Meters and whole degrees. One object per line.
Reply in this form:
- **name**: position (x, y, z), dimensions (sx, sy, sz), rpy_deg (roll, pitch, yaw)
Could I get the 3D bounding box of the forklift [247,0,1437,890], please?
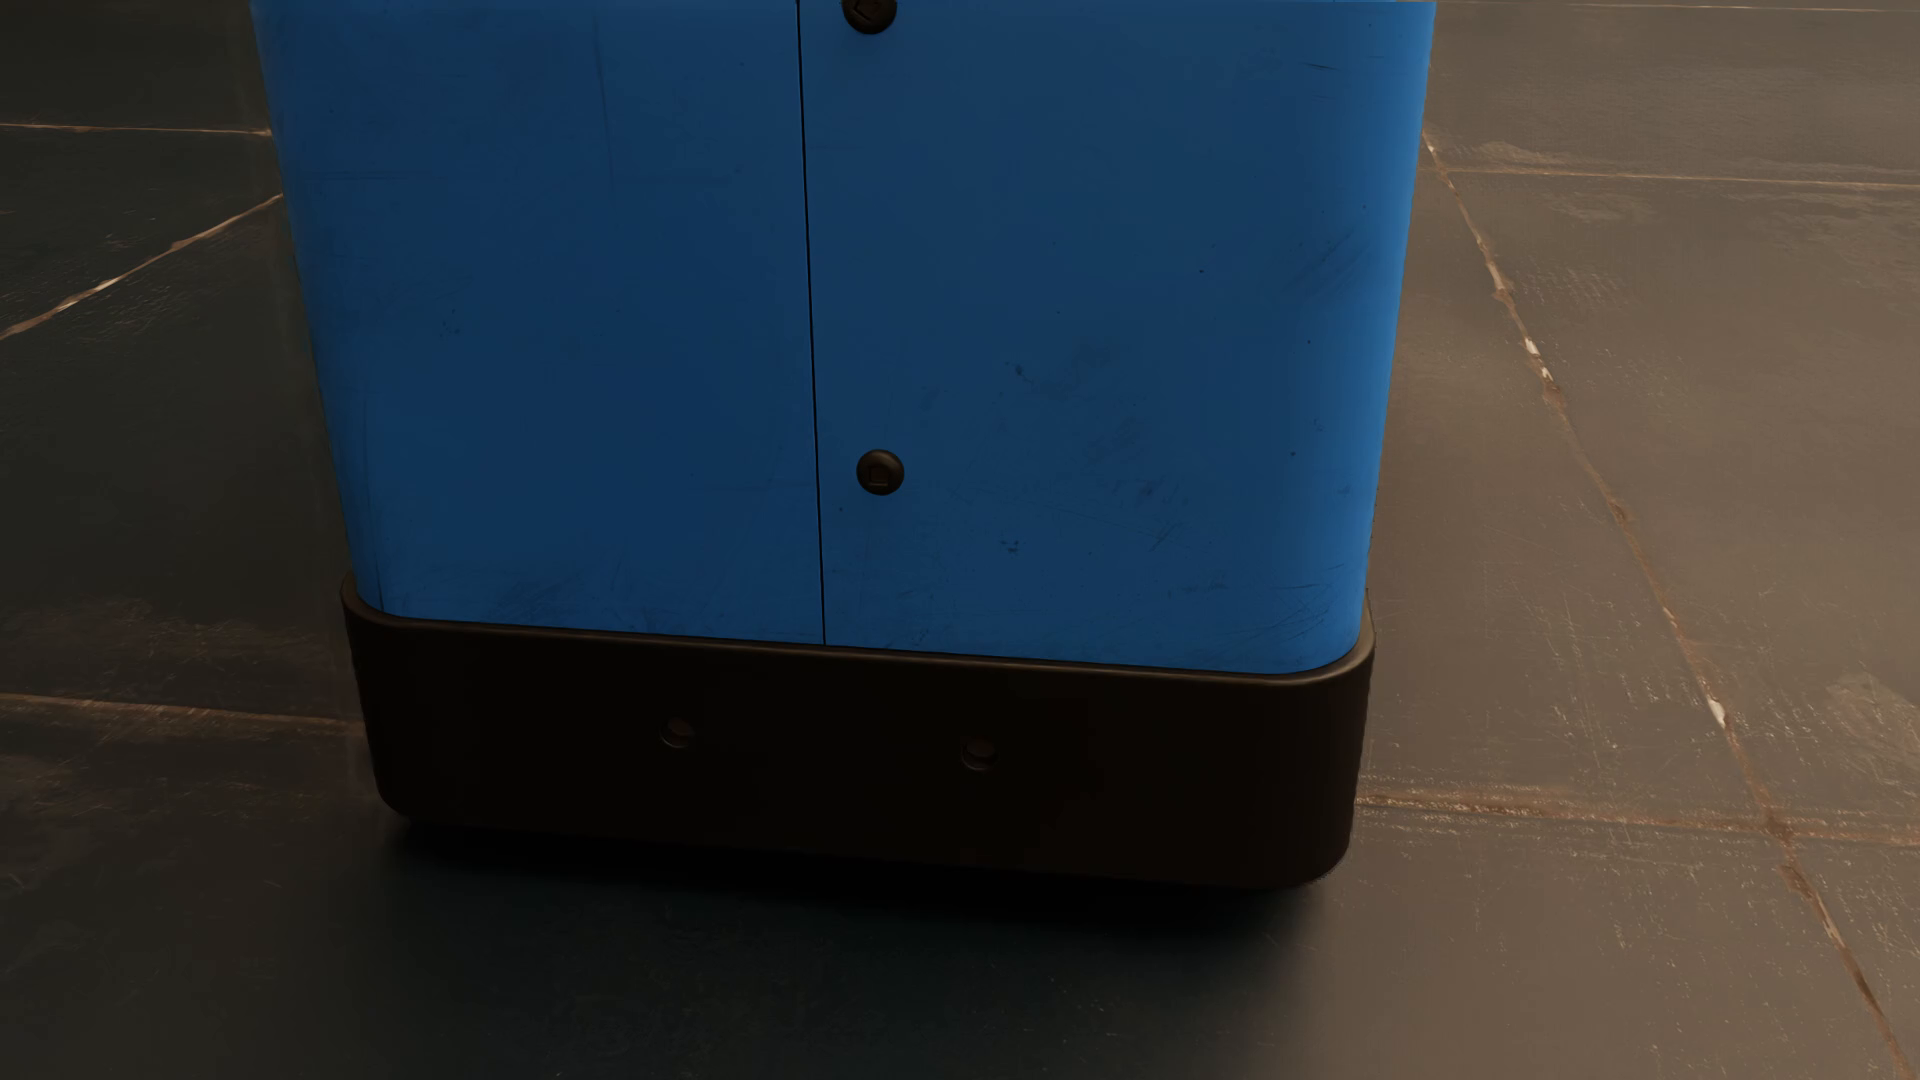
- **forklift**: position (0.063, -1.595, 2.414), dimensions (1.130, 2.935, 3.031), rpy_deg (3, 27, 7)
